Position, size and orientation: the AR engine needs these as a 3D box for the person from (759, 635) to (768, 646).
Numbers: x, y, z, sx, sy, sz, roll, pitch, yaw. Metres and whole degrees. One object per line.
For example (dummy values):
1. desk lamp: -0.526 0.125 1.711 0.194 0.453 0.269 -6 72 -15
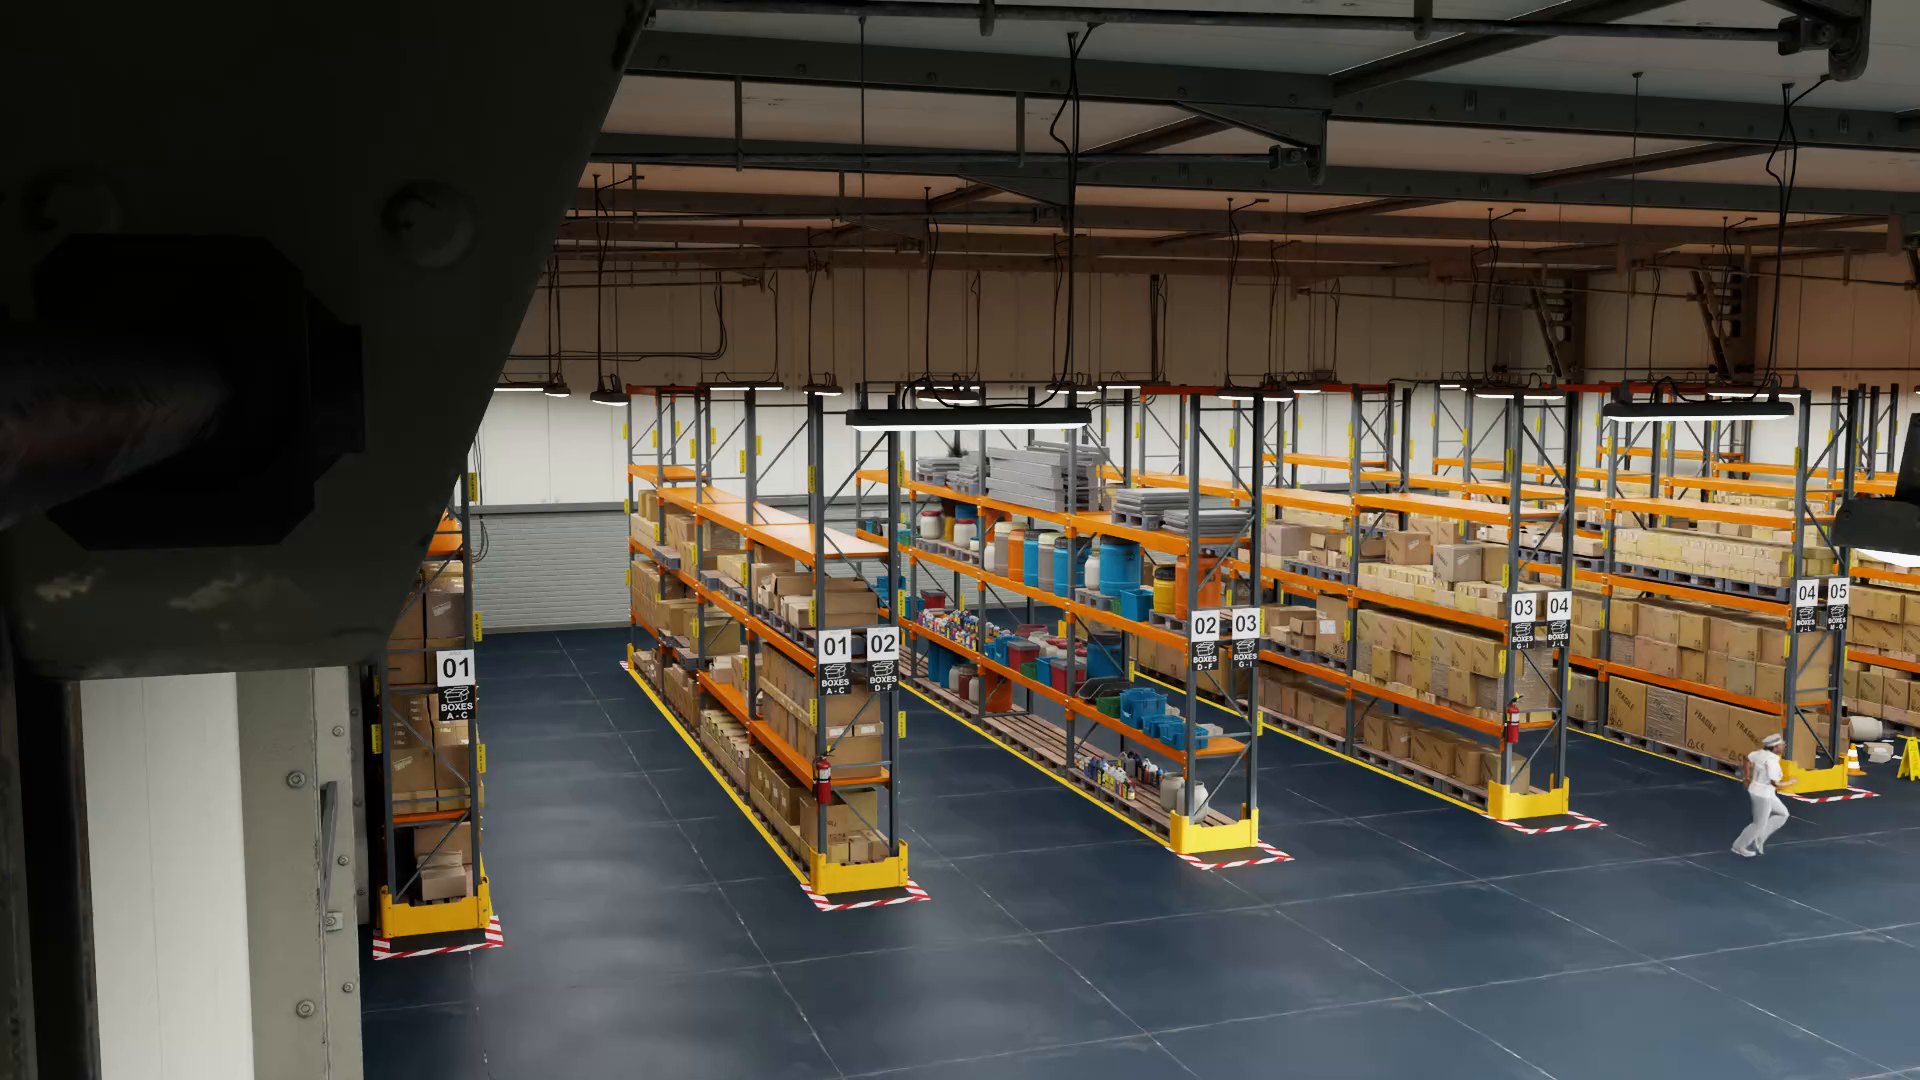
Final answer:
1. person: -4.003 1.978 34.299 0.568 1.537 0.608 -4 7 -33

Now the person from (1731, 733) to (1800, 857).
1. person: 10.388 3.284 21.432 0.750 1.644 0.611 2 6 15

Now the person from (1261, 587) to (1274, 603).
1. person: 7.770 1.244 41.479 0.778 1.679 0.576 -1 6 -13
